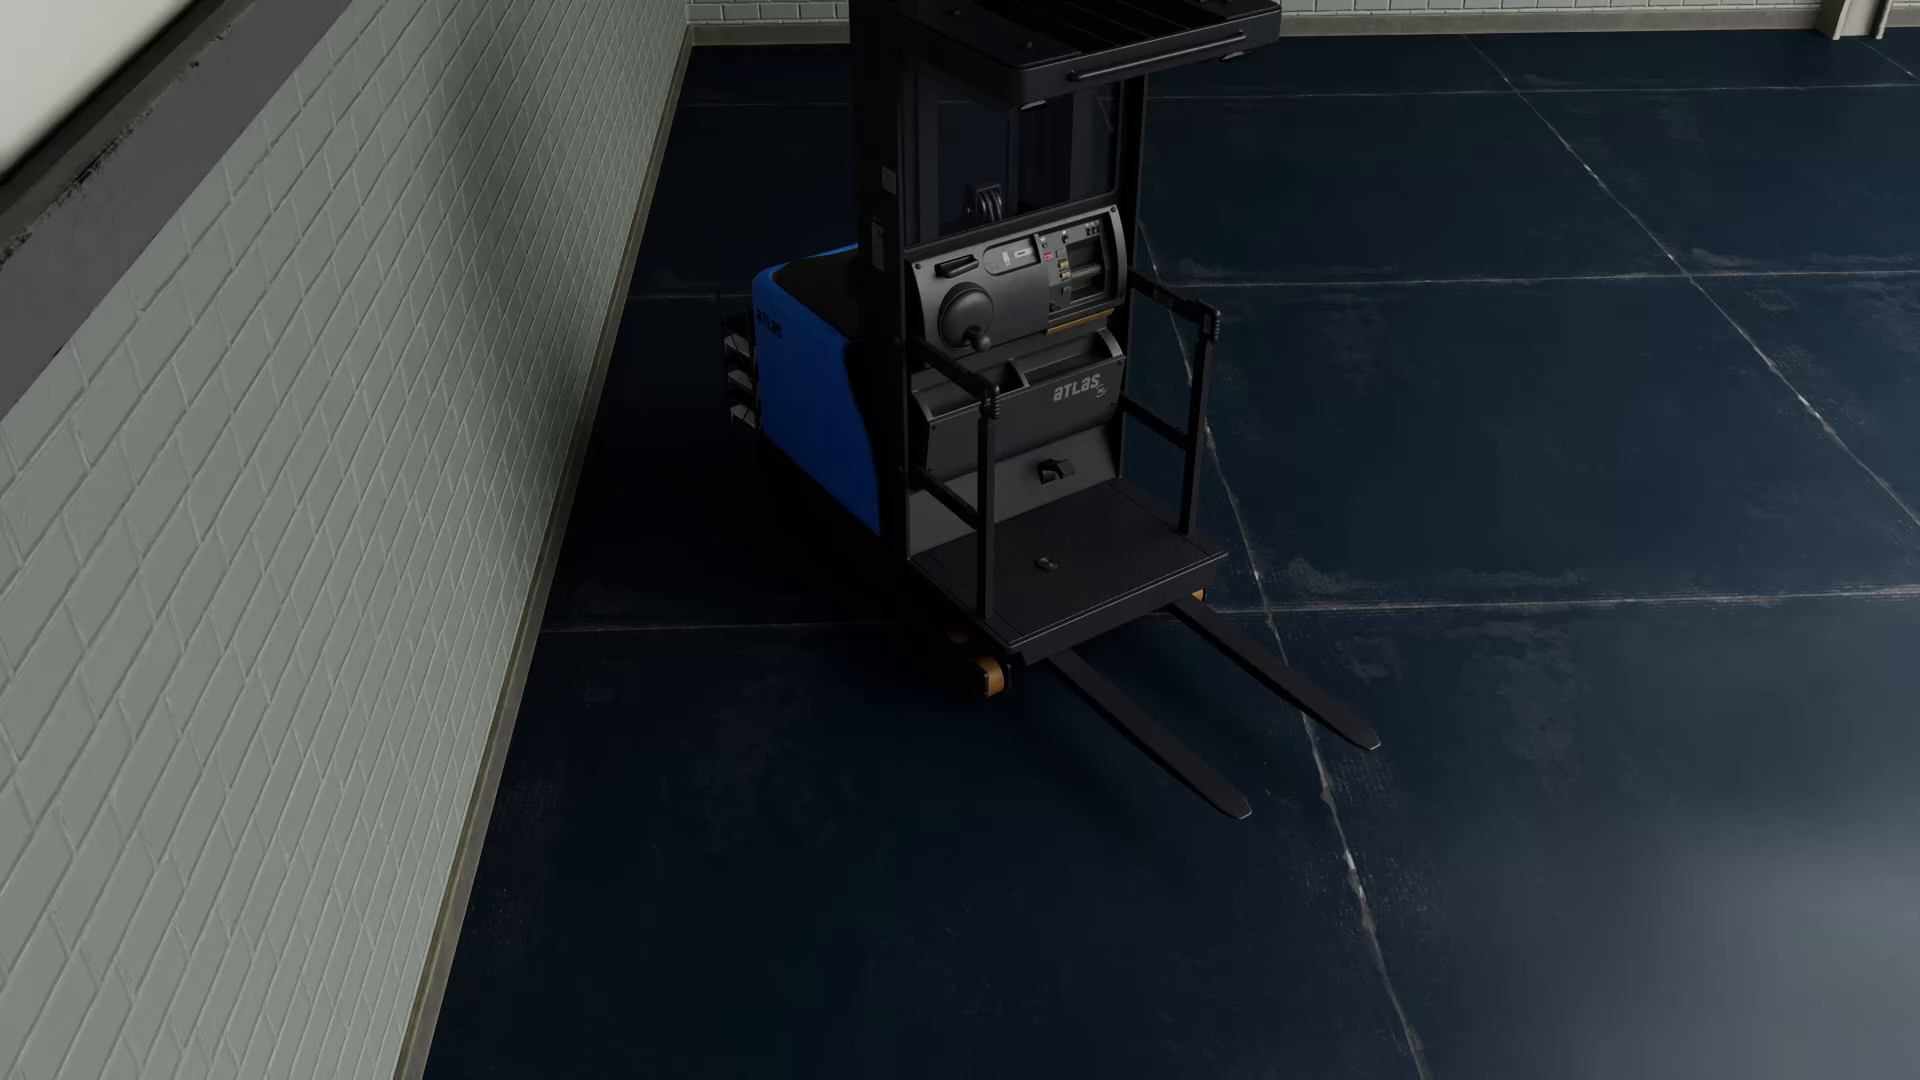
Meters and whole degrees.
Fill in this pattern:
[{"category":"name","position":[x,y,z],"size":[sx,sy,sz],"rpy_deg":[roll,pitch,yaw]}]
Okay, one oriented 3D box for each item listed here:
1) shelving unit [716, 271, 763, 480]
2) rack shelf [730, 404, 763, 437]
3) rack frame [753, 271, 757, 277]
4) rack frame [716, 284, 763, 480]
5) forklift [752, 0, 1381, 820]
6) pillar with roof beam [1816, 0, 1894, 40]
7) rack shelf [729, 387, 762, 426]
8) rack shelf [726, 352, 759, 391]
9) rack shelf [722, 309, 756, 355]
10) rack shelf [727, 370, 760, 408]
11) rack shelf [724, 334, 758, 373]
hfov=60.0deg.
[{"category":"shelving unit","position":[-0.913,-0.737,7.524],"size":[0.210,0.900,0.258],"rpy_deg":[-27,43,-33]},{"category":"rack shelf","position":[-0.913,-0.562,7.646],"size":[0.200,0.077,0.258],"rpy_deg":[-27,43,-33]},{"category":"rack frame","position":[-0.838,-0.776,7.580],"size":[0.006,0.900,0.240],"rpy_deg":[-27,43,-33]},{"category":"rack frame","position":[-0.989,-0.698,7.468],"size":[0.006,0.900,0.240],"rpy_deg":[-27,43,-33]},{"category":"forklift","position":[0.350,-0.912,5.993],"size":[1.130,2.935,3.031],"rpy_deg":[-21,40,-28]},{"category":"pillar with roof beam","position":[7.125,-5.208,6.867],"size":[0.400,9.000,9.100],"rpy_deg":[-2,35,-2]},{"category":"rack shelf","position":[-0.913,-0.636,7.594],"size":[0.200,0.077,0.258],"rpy_deg":[-27,43,-33]},{"category":"rack shelf","position":[-0.913,-0.784,7.492],"size":[0.200,0.077,0.258],"rpy_deg":[-27,43,-33]},{"category":"rack shelf","position":[-0.913,-0.932,7.389],"size":[0.200,0.077,0.258],"rpy_deg":[-27,43,-33]},{"category":"rack shelf","position":[-0.913,-0.710,7.543],"size":[0.200,0.077,0.258],"rpy_deg":[-27,43,-33]},{"category":"rack shelf","position":[-0.913,-0.858,7.441],"size":[0.200,0.077,0.258],"rpy_deg":[-27,43,-33]}]
